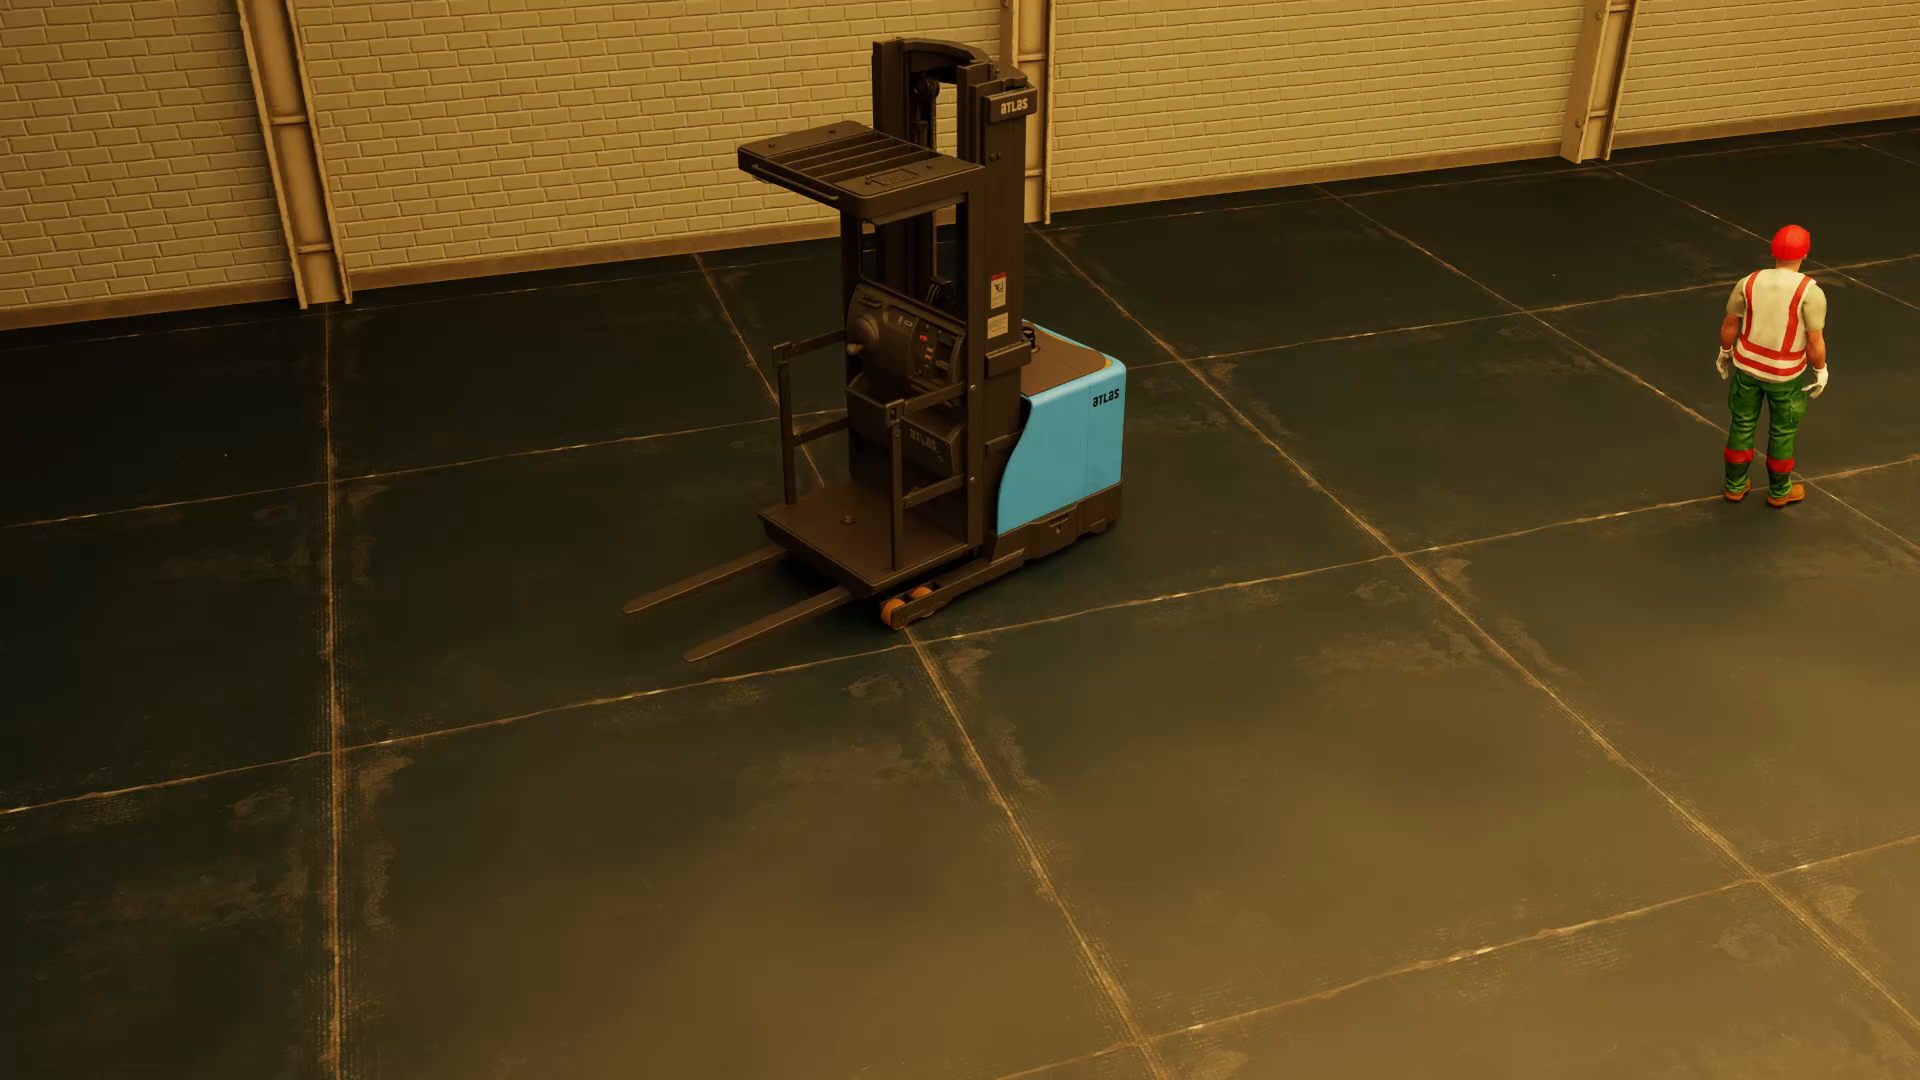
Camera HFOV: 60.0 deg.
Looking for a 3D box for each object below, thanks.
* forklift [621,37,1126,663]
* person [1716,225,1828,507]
[{"bbox_3d":[-0.461,-1.072,8.951,3.031,2.935,1.130,-23,37,-34],"label":"forklift"},{"bbox_3d":[4.936,-1.064,10.067,0.564,1.787,0.637,-26,39,-37],"label":"person"}]
